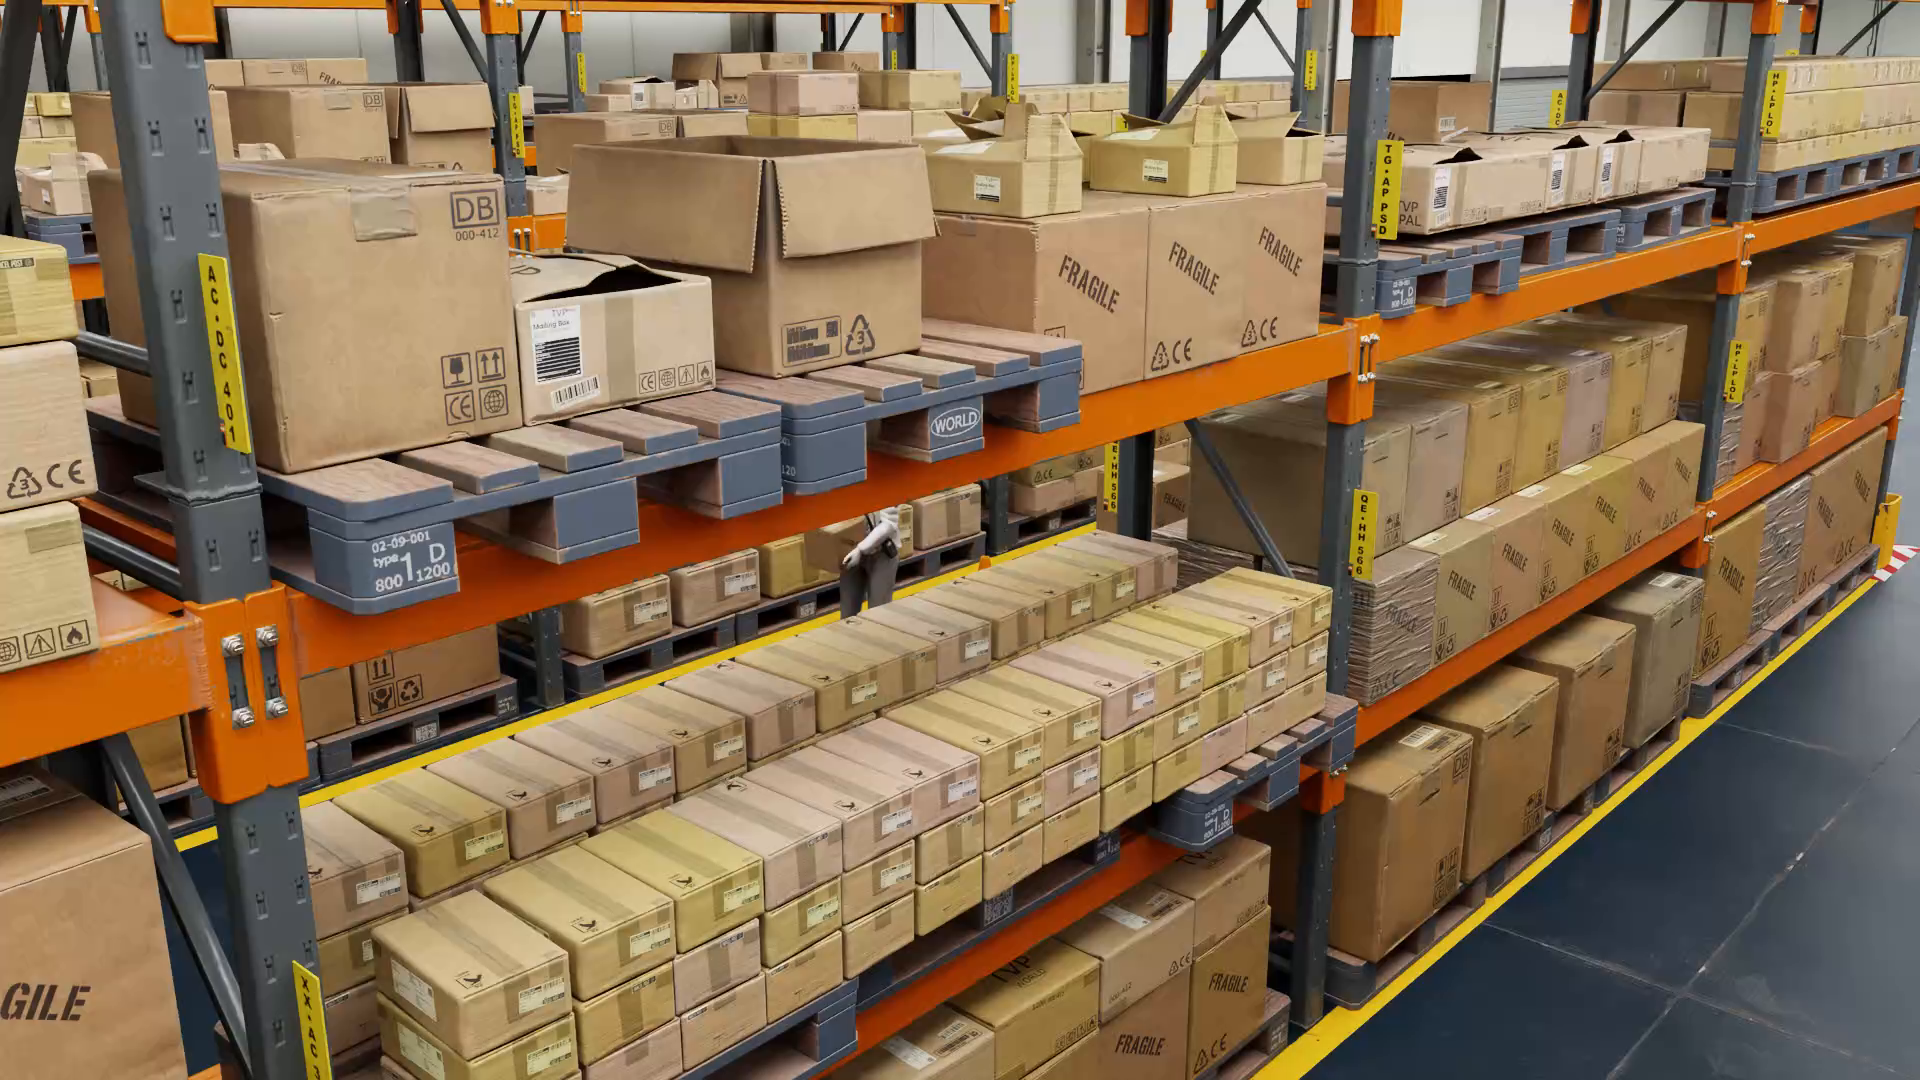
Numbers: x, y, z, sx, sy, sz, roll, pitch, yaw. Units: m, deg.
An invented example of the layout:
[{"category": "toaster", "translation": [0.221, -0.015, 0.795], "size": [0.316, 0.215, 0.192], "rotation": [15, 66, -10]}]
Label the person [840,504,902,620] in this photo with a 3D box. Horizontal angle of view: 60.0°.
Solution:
[{"category": "person", "translation": [-0.579, 0.108, 9.638], "size": [0.479, 1.692, 0.529], "rotation": [14, 22, 39]}]
